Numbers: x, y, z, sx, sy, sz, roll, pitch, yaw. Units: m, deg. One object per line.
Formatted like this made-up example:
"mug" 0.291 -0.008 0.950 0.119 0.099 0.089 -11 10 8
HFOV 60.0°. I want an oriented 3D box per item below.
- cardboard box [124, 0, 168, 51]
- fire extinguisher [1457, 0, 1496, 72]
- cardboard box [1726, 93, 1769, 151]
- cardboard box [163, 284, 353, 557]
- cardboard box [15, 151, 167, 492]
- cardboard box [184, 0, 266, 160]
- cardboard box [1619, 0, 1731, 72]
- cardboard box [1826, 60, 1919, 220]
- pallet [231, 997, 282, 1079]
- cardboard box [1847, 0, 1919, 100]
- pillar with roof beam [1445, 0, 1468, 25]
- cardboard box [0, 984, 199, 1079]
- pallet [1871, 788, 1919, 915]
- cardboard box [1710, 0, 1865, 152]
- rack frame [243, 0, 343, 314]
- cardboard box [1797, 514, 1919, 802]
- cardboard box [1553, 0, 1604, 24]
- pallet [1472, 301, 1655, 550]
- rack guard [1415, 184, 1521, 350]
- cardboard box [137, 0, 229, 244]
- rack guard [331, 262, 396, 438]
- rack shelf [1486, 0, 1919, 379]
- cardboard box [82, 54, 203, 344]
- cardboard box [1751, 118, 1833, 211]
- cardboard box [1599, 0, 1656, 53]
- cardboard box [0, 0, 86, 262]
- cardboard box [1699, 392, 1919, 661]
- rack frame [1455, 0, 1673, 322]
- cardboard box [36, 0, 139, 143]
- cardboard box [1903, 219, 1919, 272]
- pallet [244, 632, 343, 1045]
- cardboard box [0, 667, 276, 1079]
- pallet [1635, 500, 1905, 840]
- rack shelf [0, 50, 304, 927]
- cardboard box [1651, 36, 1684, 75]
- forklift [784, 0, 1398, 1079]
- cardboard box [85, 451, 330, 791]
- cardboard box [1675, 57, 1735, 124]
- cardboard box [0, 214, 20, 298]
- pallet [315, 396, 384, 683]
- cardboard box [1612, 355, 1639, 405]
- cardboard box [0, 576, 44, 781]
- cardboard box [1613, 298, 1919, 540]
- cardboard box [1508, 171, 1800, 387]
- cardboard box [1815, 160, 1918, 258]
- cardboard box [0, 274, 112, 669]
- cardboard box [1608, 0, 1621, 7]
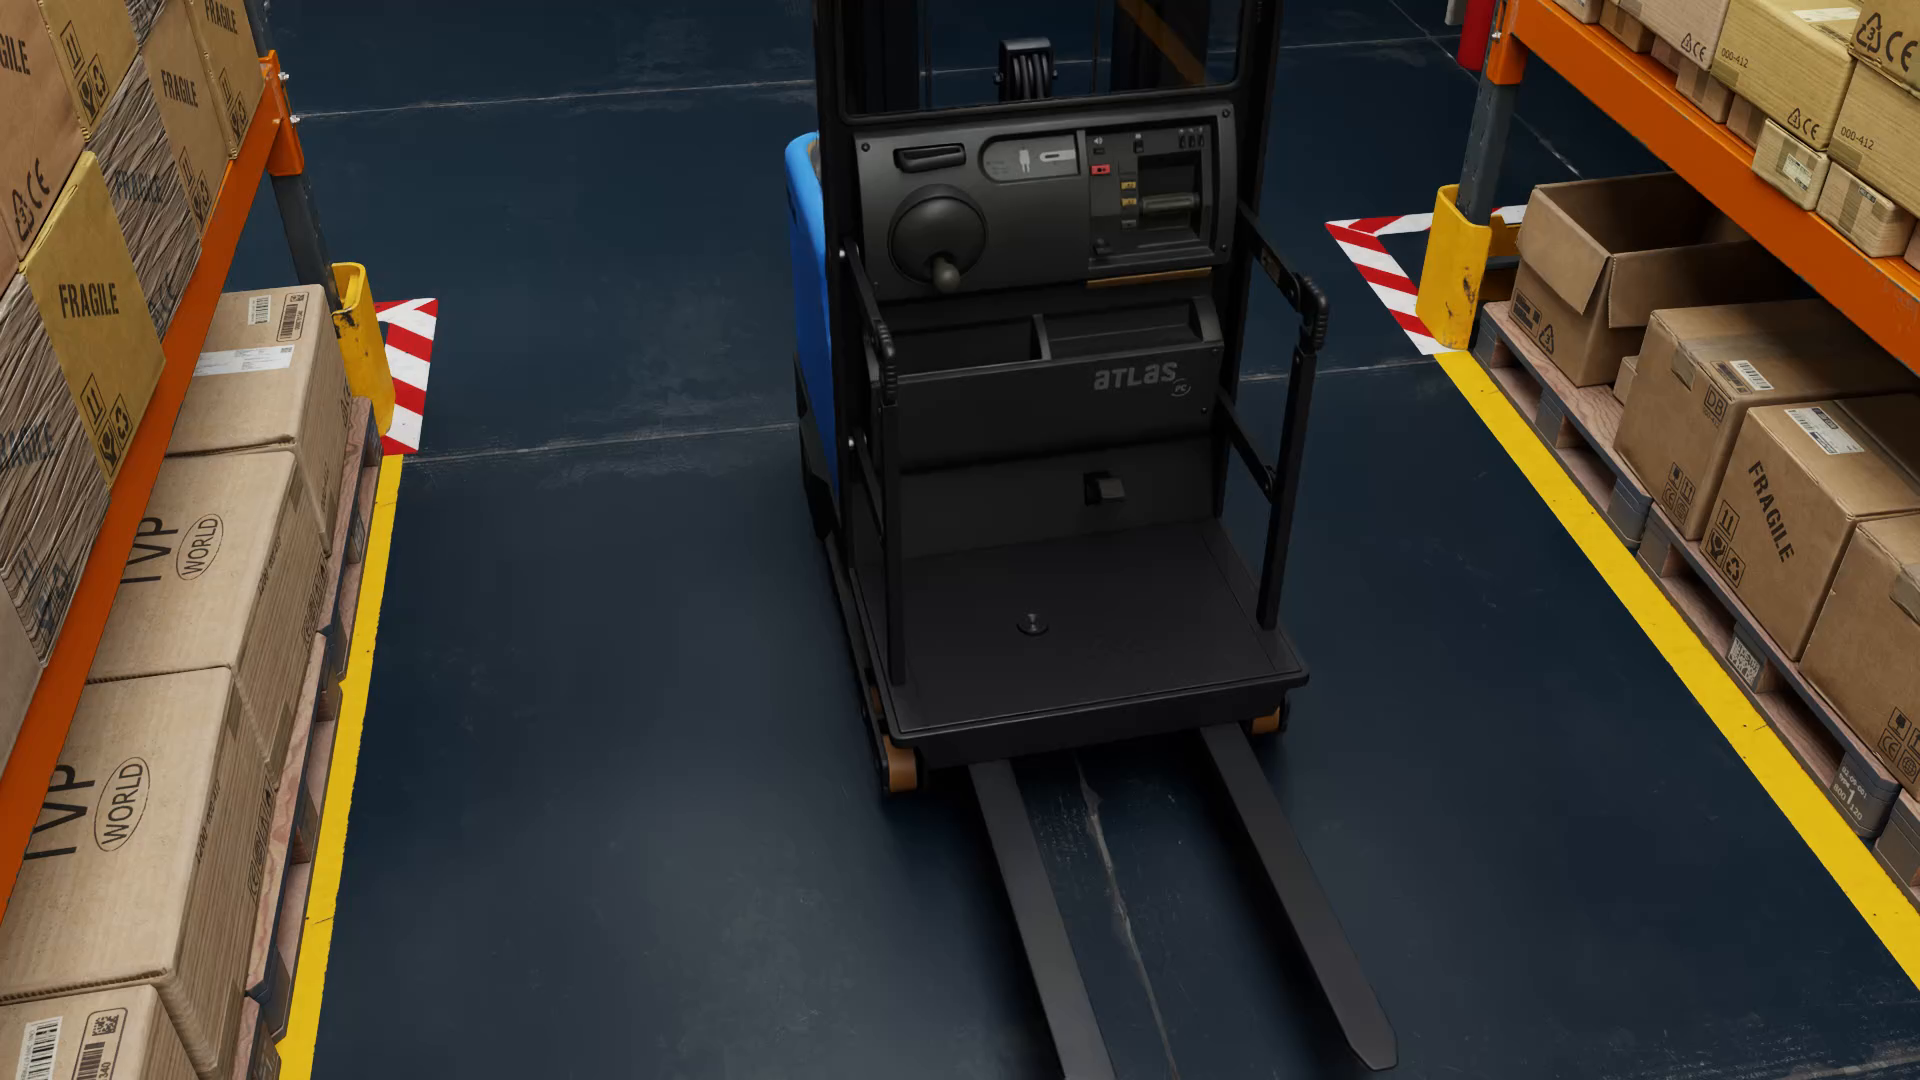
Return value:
"cardboard box" -2.120 -1.414 3.728 0.500 0.500 0.500 -6 38 -8
"fire extinguisher" 1.846 -1.955 5.688 0.296 0.674 0.183 -6 38 -8
"cardboard box" 2.321 -1.144 4.482 0.380 0.149 0.250 -6 38 -7
"cardboard box" -2.345 -0.324 4.968 0.875 0.438 0.875 -7 38 -9
"cardboard box" -1.938 -0.409 3.250 0.500 0.500 0.500 -5 38 -7
"cardboard box" -2.214 -1.334 4.441 0.500 0.500 0.500 -6 38 -8
"cardboard box" 2.229 -1.544 4.673 0.500 0.250 0.500 -6 38 -7
"cardboard box" 2.432 -0.932 3.884 0.500 0.250 0.500 -7 38 -9
"pallet" -1.915 1.492 3.157 1.003 0.211 1.213 -6 38 -8
"cardboard box" 2.404 -1.239 3.668 0.500 0.500 0.500 -5 38 -7
"pillar with roof beam" -1.497 -5.725 5.284 9.100 9.000 0.400 -6 38 -8
"cardboard box" -1.863 1.314 2.860 0.875 0.438 0.875 -7 38 -9
"pallet" 2.908 1.009 3.780 1.003 0.211 1.213 -6 38 -8
"cardboard box" 2.322 -1.238 4.279 0.500 0.250 0.500 -7 38 -9
"rack frame" -2.560 -1.557 4.810 1.000 3.000 0.127 -6 38 -8
"cardboard box" 2.634 0.255 4.172 0.700 0.500 0.500 -8 38 -10
"cardboard box" 2.114 -1.766 5.283 0.380 0.149 0.250 -7 38 -8
"pallet" 2.481 -0.465 5.677 1.003 0.211 1.213 -6 38 -8
"rack guard" 2.340 -1.061 6.208 1.175 0.500 0.348 -6 38 -8
"cardboard box" -2.141 -1.029 4.048 0.500 0.500 0.500 -7 38 -9
"rack guard" -2.564 -0.585 5.595 1.175 0.500 0.348 -6 38 -8
"rack shelf" 2.677 -0.601 4.166 1.077 0.370 4.000 -6 38 -8
"cardboard box" -2.041 -0.720 3.650 0.500 0.500 0.500 -5 38 -7
"cardboard box" 2.291 -0.983 4.275 0.380 0.149 0.250 -7 38 -9
"cardboard box" 2.204 -1.618 5.092 0.380 0.149 0.250 -5 38 -7
"cardboard box" -1.950 -0.811 2.952 0.500 0.500 0.500 -6 38 -8
"cardboard box" 2.446 -0.042 4.554 0.500 0.500 0.500 -6 38 -7
"rack frame" 2.327 -2.094 5.500 1.000 3.000 0.127 -6 38 -8
"cardboard box" -2.037 -1.115 3.343 0.500 0.500 0.500 -6 38 -8
"cardboard box" 2.470 -0.678 3.882 0.380 0.149 0.250 -6 38 -8
"pallet" -2.132 0.754 4.108 1.003 0.211 1.213 -6 38 -8
"cardboard box" -2.020 0.773 3.556 0.875 0.438 0.875 -7 38 -9
"pallet" 2.691 0.270 4.730 1.003 0.211 1.213 -6 38 -8
"rack shelf" -2.209 -0.065 3.476 1.077 0.370 4.000 -6 38 -8
"cardboard box" 2.285 -1.463 4.893 0.380 0.149 0.250 -7 38 -9
"forklift" 0.264 -0.746 3.821 1.130 2.935 3.031 -8 39 -10
"cardboard box" -2.177 0.228 4.257 0.875 0.438 0.875 -5 38 -7
"cardboard box" 2.269 -1.303 4.688 0.380 0.149 0.250 -5 38 -7
"cardboard box" -1.864 -0.506 2.560 0.500 0.500 0.500 -6 38 -7
"pallet" -2.342 0.018 5.054 1.003 0.211 1.213 -6 38 -8
"cardboard box" 2.377 -0.493 5.421 0.380 0.149 0.250 -8 38 -10
"cardboard box" -1.767 0.203 2.462 0.500 0.500 0.500 -6 38 -8
"cardboard box" 2.452 -0.372 4.979 0.700 0.500 0.500 -5 38 -6
"cardboard box" 2.341 -0.894 5.648 0.797 0.503 0.637 -8 38 -10
"cardboard box" 2.357 -0.826 4.073 0.380 0.149 0.250 -5 38 -7
"cardboard box" -1.848 -0.098 2.850 0.500 0.500 0.500 -6 38 -8
"cardboard box" 2.141 -1.849 5.065 0.500 0.250 0.500 -6 38 -8
